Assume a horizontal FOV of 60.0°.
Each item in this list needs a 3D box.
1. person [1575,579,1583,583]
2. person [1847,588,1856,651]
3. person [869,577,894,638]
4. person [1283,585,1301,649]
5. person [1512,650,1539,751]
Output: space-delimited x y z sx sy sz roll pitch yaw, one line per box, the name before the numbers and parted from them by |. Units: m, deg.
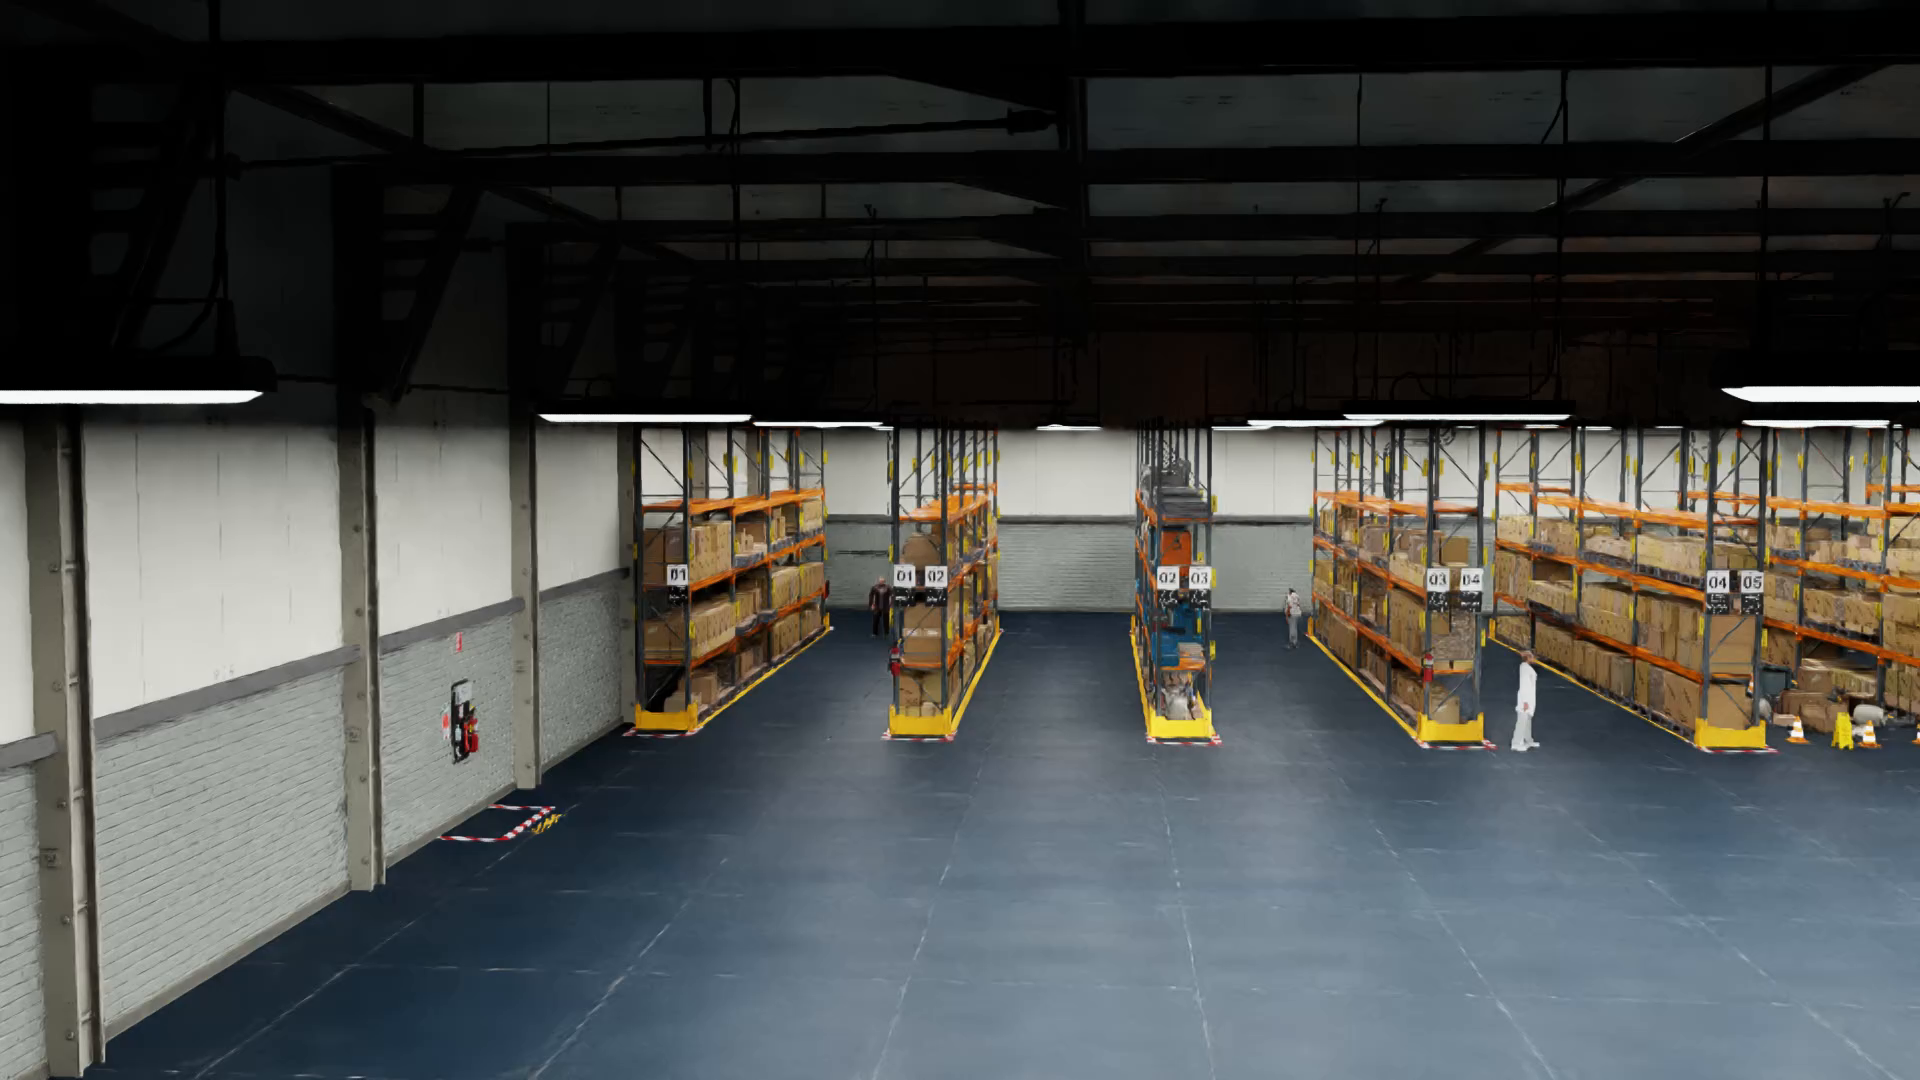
person | 16.716 1.920 44.848 0.468 1.752 0.580 -2 4 -23
person | 23.116 2.034 43.468 0.574 1.665 0.588 1 4 15
person | -2.164 1.873 45.986 0.729 1.708 0.546 0 4 3
person | 8.762 2.018 43.955 0.550 1.651 0.599 3 5 35
person | 10.186 2.871 29.888 0.497 1.781 0.705 1 4 15
